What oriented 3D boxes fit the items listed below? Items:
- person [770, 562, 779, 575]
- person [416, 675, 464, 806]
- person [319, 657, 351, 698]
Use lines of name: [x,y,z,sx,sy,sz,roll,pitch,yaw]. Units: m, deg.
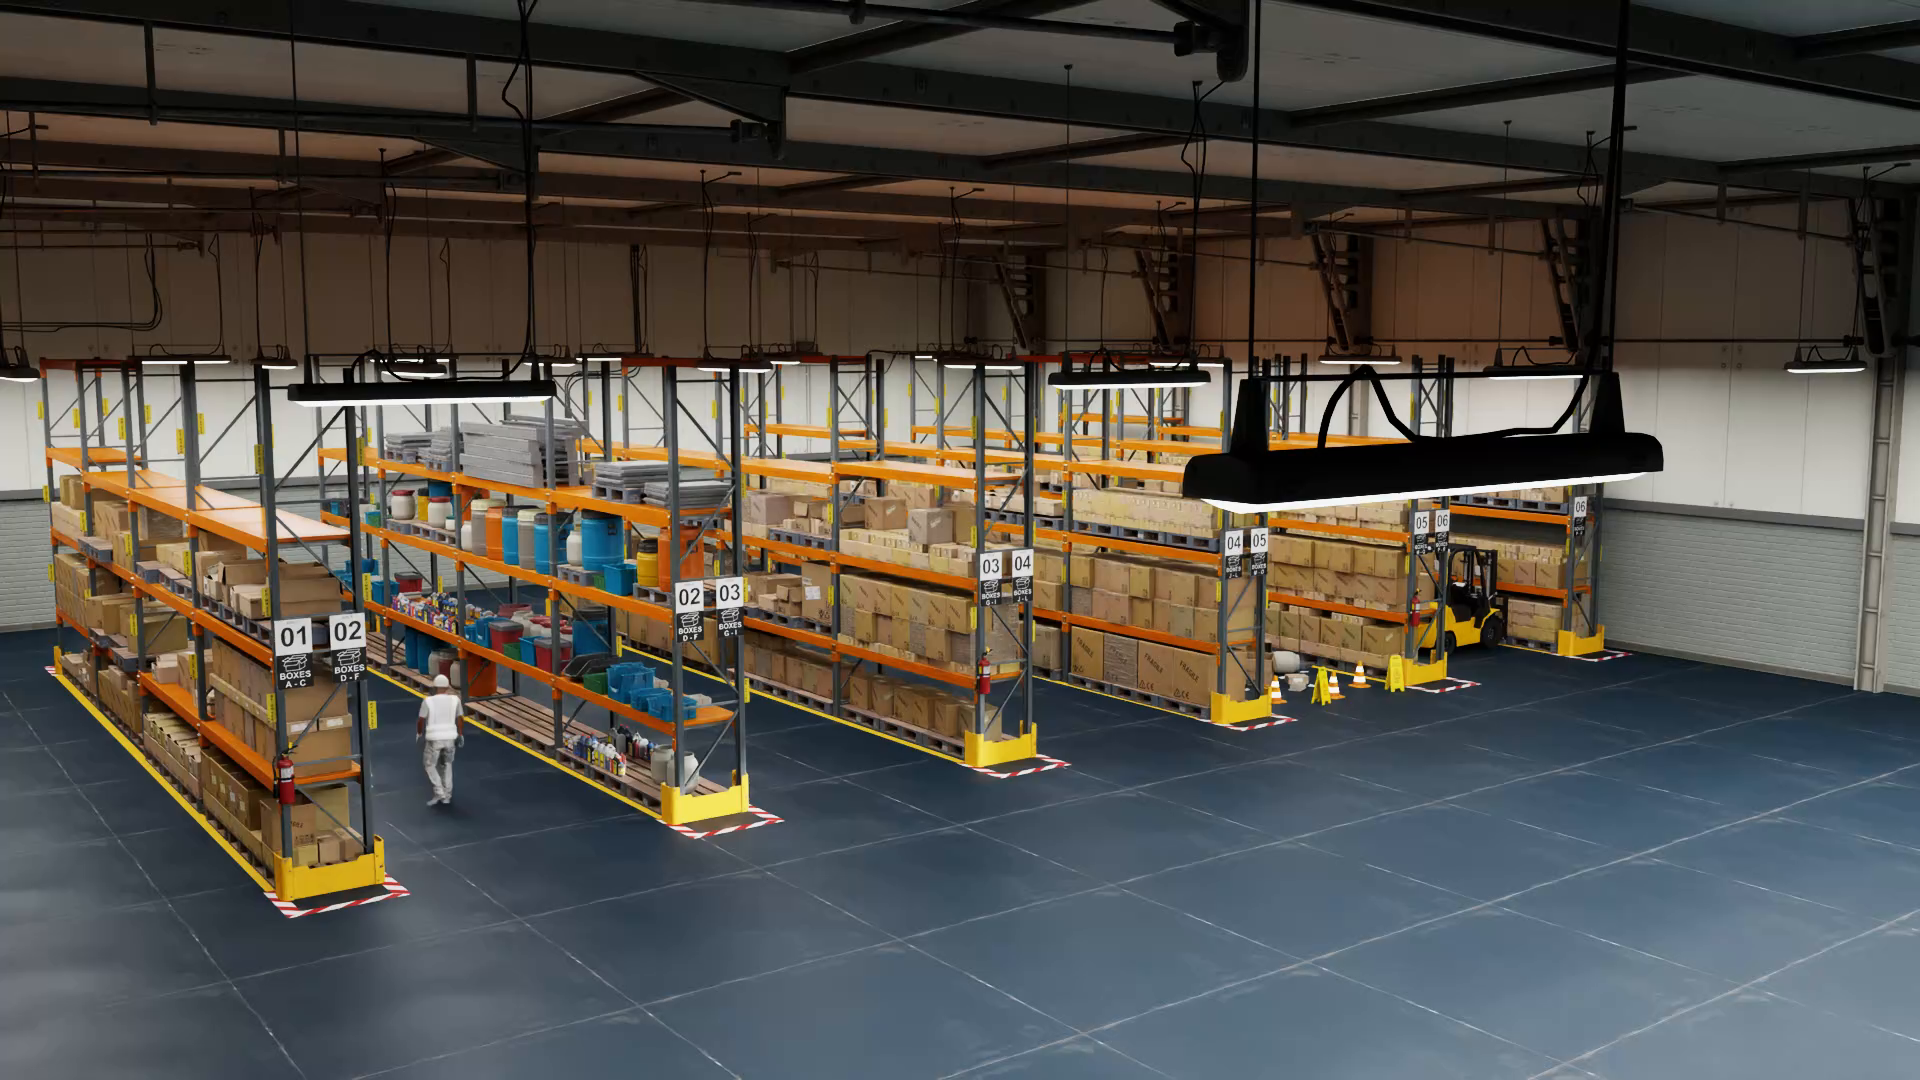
person: [-4.073,1.241,35.851,0.435,1.552,0.888,-7,10,-44]
person: [-7.049,2.744,22.680,0.630,1.760,0.722,-5,8,-34]
person: [-11.057,1.929,29.365,0.592,1.789,0.520,-1,7,-10]
